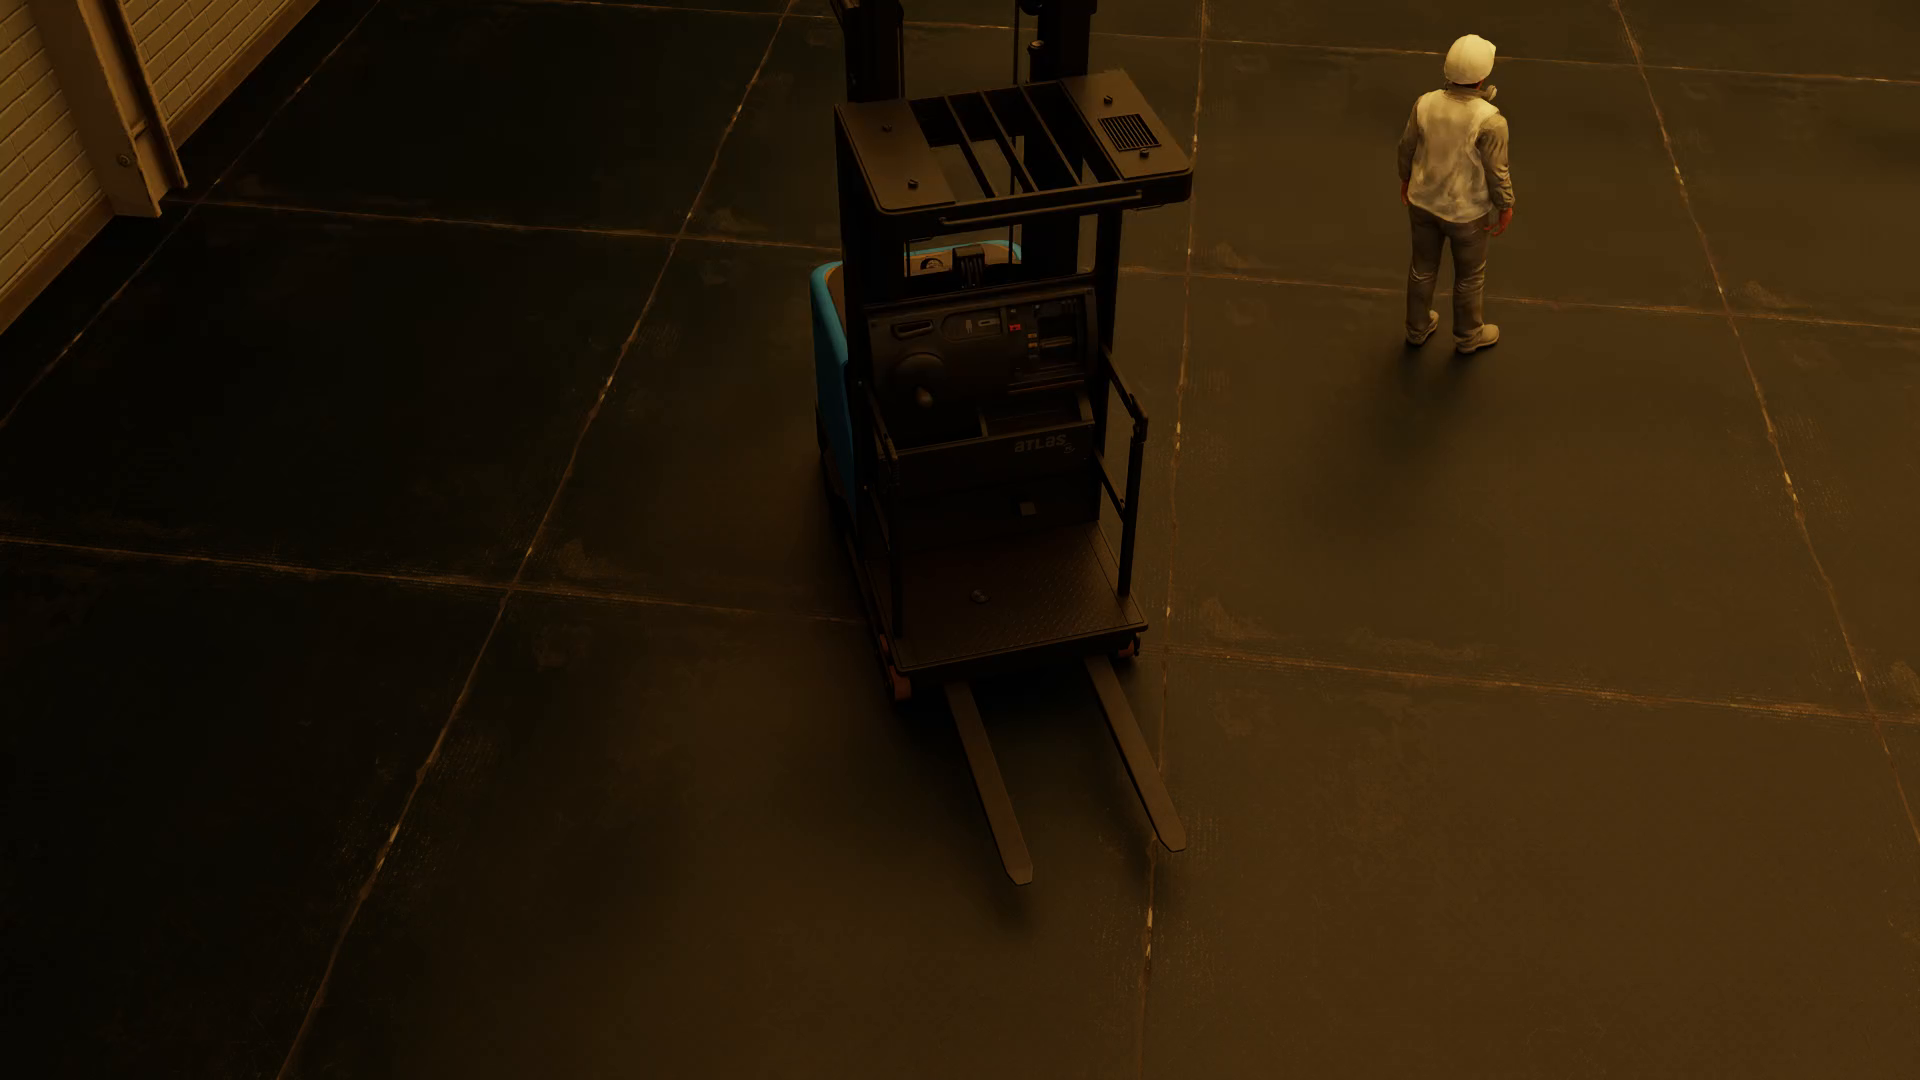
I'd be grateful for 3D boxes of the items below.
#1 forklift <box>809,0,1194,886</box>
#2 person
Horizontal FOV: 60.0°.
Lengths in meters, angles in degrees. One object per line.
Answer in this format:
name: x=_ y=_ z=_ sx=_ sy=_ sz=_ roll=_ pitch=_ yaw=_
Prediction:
forklift: x=0.153 y=-0.681 z=6.465 sx=1.130 sy=2.935 sz=3.031 roll=-10 pitch=44 yaw=-11
person: x=2.549 y=-1.767 z=8.492 sx=0.632 sy=1.773 sz=0.569 roll=32 pitch=51 yaw=30
